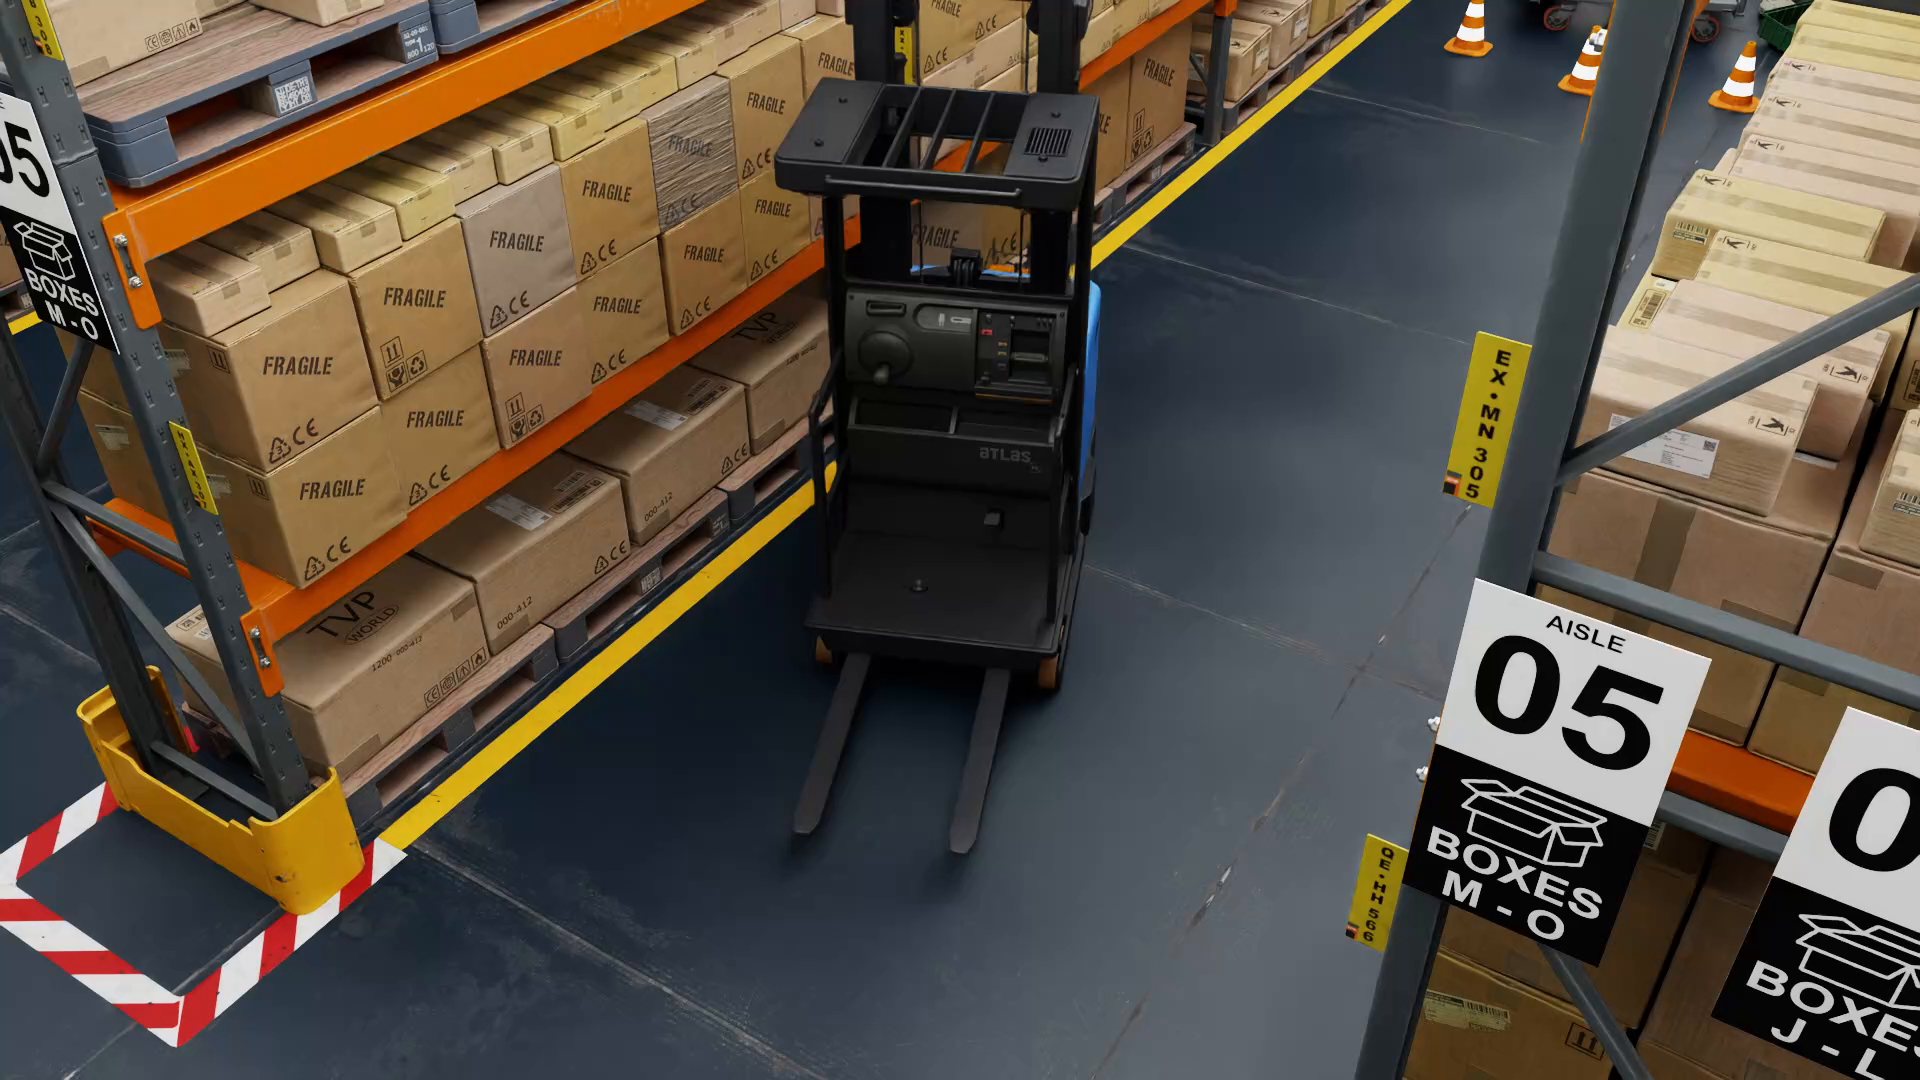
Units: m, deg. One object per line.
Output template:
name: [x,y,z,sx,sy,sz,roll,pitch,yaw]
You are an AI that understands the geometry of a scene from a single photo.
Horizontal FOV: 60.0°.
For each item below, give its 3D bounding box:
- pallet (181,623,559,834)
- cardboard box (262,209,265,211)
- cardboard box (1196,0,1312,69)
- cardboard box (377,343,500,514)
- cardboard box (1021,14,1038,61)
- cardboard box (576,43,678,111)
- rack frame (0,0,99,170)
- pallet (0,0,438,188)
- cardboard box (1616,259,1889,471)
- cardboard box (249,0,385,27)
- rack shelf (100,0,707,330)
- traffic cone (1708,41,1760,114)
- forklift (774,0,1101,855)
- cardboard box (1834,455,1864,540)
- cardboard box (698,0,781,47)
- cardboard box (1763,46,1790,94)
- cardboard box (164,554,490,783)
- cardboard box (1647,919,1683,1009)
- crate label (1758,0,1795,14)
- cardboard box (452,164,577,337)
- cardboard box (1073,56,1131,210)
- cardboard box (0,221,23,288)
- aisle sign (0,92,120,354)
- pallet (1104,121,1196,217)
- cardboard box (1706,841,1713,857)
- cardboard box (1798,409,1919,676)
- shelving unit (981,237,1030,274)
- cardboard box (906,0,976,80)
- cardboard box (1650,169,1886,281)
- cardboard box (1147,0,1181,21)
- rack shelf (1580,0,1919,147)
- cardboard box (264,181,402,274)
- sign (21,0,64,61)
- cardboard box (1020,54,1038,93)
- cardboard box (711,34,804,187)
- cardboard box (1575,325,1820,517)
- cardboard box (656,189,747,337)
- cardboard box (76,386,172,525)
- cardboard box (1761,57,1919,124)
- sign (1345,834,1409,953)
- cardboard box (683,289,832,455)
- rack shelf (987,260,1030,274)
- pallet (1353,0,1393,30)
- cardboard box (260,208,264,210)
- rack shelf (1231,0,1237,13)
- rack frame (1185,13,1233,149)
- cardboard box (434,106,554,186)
pallet: [-2.522,0.633,7.196,1.003,0.211,1.213,21,42,25]
cardboard box: [-2.572,-1.075,6.226,0.500,0.500,0.500,21,42,25]
cardboard box: [2.101,-3.955,12.671,0.950,0.372,0.625,20,42,24]
cardboard box: [-2.138,-0.497,6.296,0.500,0.500,0.500,21,42,25]
cardboard box: [0.281,-2.899,9.206,0.500,0.250,0.500,22,43,26]
cardboard box: [-1.376,-1.887,6.749,0.380,0.149,0.250,20,42,24]
rack frame: [-2.885,-2.410,3.945,1.000,3.000,0.127,21,42,25]
pallet: [-2.496,-1.573,5.389,1.003,0.211,1.213,21,42,25]
cardboard box: [1.654,-0.378,3.480,0.500,0.250,0.500,20,42,24]
cardboard box: [-2.108,-1.814,5.409,0.380,0.149,0.250,23,43,27]
rack shelf: [-1.813,-1.968,6.418,1.077,0.370,4.000,21,42,25]
traffic cone: [5.785,-3.451,12.287,0.336,0.463,0.334,21,42,25]
forklift: [-0.054,-0.743,6.752,1.130,2.935,3.031,6,38,8]
cardboard box: [2.091,-0.013,3.416,0.500,0.250,0.500,23,43,26]
cardboard box: [-1.013,-2.300,7.284,0.380,0.149,0.250,21,42,25]
cardboard box: [2.480,-1.176,4.515,0.500,0.250,0.500,22,43,26]
cardboard box: [-2.616,0.441,6.915,0.875,0.438,0.875,20,42,24]
cardboard box: [2.088,0.950,4.174,0.500,0.500,0.500,21,42,25]
crate label: [6.784,-4.388,13.770,0.298,0.136,0.250,-5,38,-6]
cardboard box: [-1.847,-1.161,6.337,0.500,0.500,0.500,21,42,25]
cardboard box: [0.480,-2.696,10.626,0.875,0.875,0.875,22,43,26]
cardboard box: [-5.812,-1.784,9.751,0.500,0.500,0.500,22,43,26]
aisle sign: [-2.678,-0.932,4.812,0.394,0.787,0.004,21,42,25]
pallet: [0.915,-2.672,11.483,1.003,0.211,1.213,21,42,25]
cardboard box: [2.079,0.573,3.845,0.500,0.500,0.500,22,43,26]
cardboard box: [1.809,0.060,2.911,0.500,0.250,0.500,22,43,26]
shelving unit: [0.217,-1.026,8.647,0.215,1.050,0.252,11,35,14]
cardboard box: [-0.263,-2.665,8.288,0.500,0.500,0.500,22,43,26]
cardboard box: [1.681,-0.618,3.465,0.380,0.149,0.250,22,43,26]
cardboard box: [1.089,-3.485,10.376,0.500,0.250,0.500,22,43,26]
rack shelf: [2.421,-1.588,3.471,1.077,0.370,4.000,21,42,25]
cardboard box: [-2.144,-1.074,5.694,0.380,0.149,0.250,23,43,26]
sign: [-2.419,-1.415,4.331,0.100,0.325,0.005,21,42,25]
cardboard box: [0.281,-2.704,9.362,0.500,0.250,0.500,21,42,25]
cardboard box: [-1.040,-1.939,7.347,0.500,0.500,0.500,21,42,24]
cardboard box: [1.279,-0.219,2.947,0.380,0.149,0.250,21,42,25]
cardboard box: [-1.302,-1.282,7.314,0.500,0.500,0.500,21,42,24]
cardboard box: [-2.850,-0.409,6.181,0.500,0.500,0.500,21,42,25]
cardboard box: [2.122,-1.005,3.966,0.380,0.149,0.250,20,42,24]
sign: [0.891,0.757,3.543,0.100,0.325,0.005,21,42,25]
cardboard box: [-1.169,-0.959,8.732,0.875,0.438,0.875,21,42,24]
rack shelf: [0.223,-1.252,8.495,0.215,0.259,0.240,11,35,14]
pallet: [3.129,-4.714,14.132,1.003,0.211,1.213,21,42,25]
cardboard box: [-2.679,-1.276,5.956,0.380,0.149,0.250,21,42,25]
rack shelf: [2.473,-4.904,12.684,1.077,0.370,4.000,21,42,25]
rack frame: [1.401,-4.158,11.127,1.000,3.000,0.127,21,42,25]
cardboard box: [-1.753,-1.483,6.224,0.380,0.149,0.250,22,43,26]
